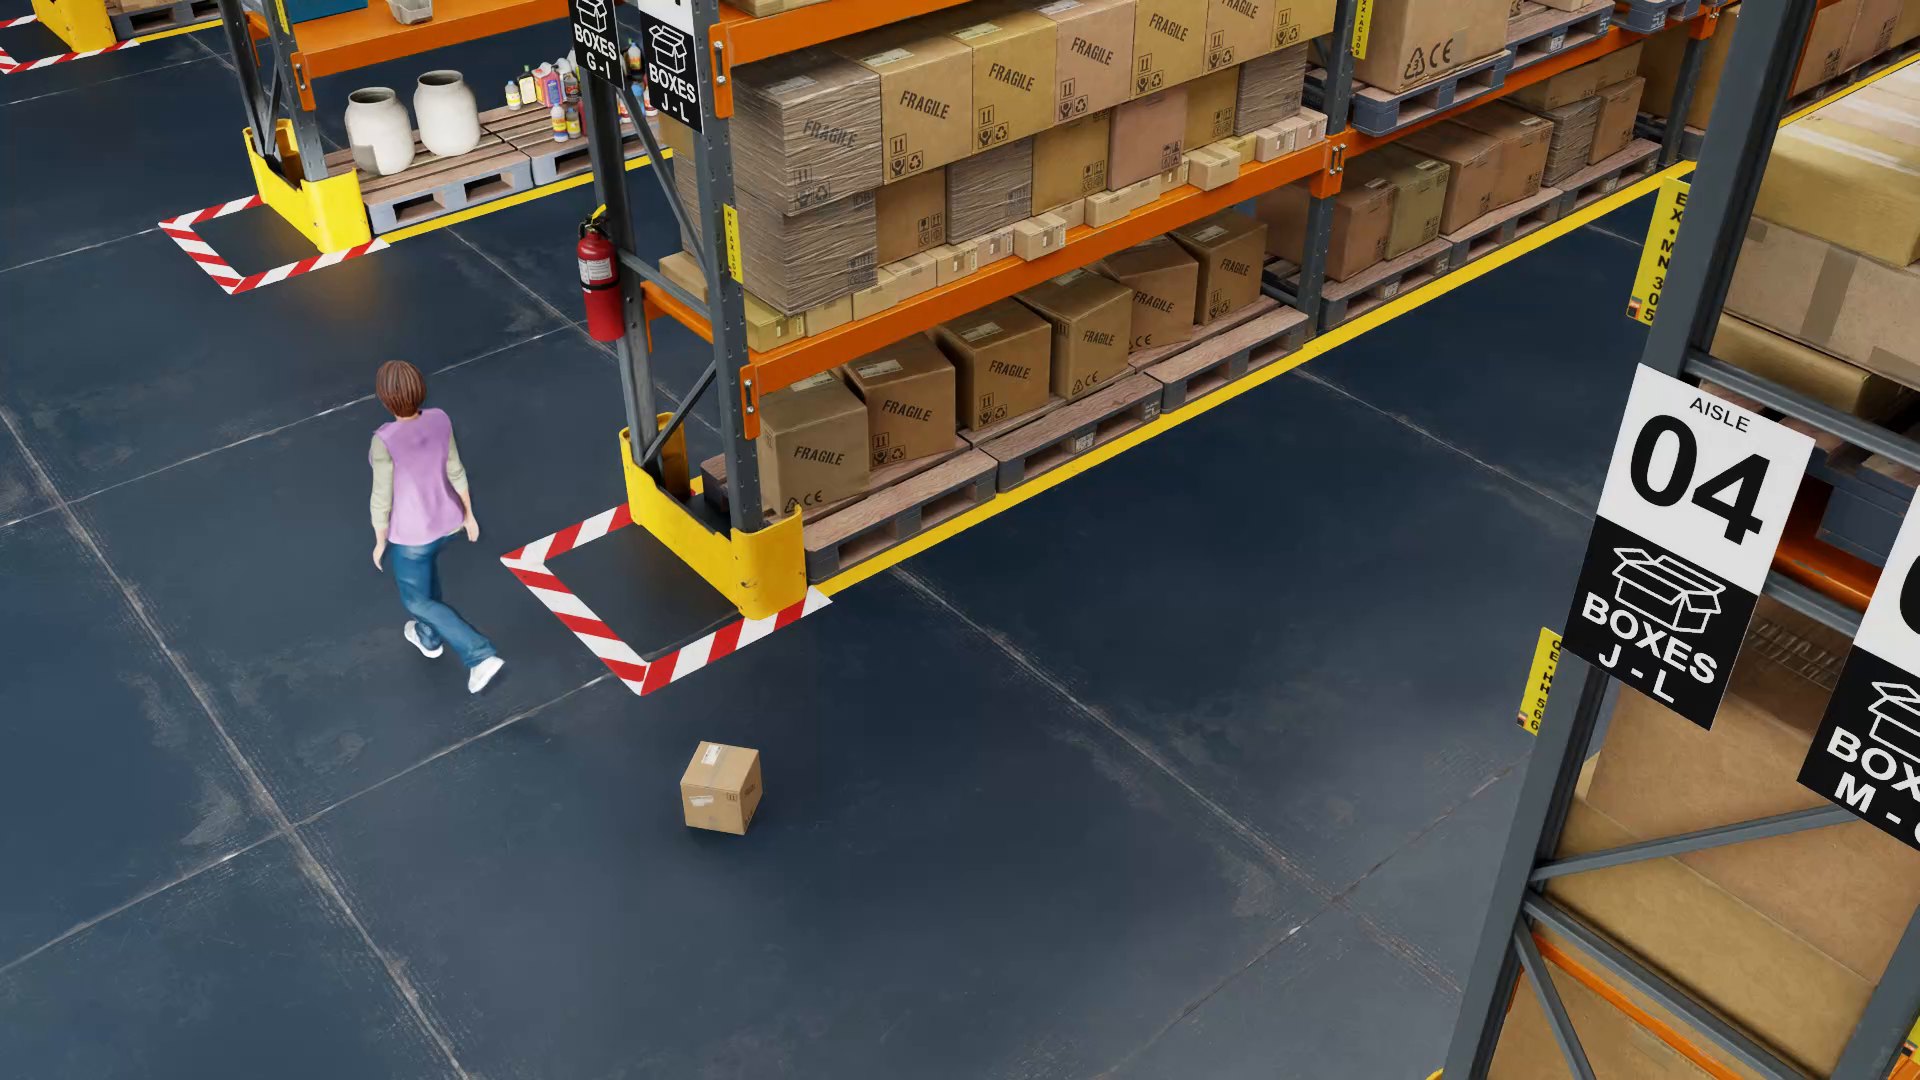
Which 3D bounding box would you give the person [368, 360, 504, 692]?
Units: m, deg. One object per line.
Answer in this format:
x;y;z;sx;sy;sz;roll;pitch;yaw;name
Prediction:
-2.277;-0.042;7.130;0.814;1.549;0.457;23;42;28;person
